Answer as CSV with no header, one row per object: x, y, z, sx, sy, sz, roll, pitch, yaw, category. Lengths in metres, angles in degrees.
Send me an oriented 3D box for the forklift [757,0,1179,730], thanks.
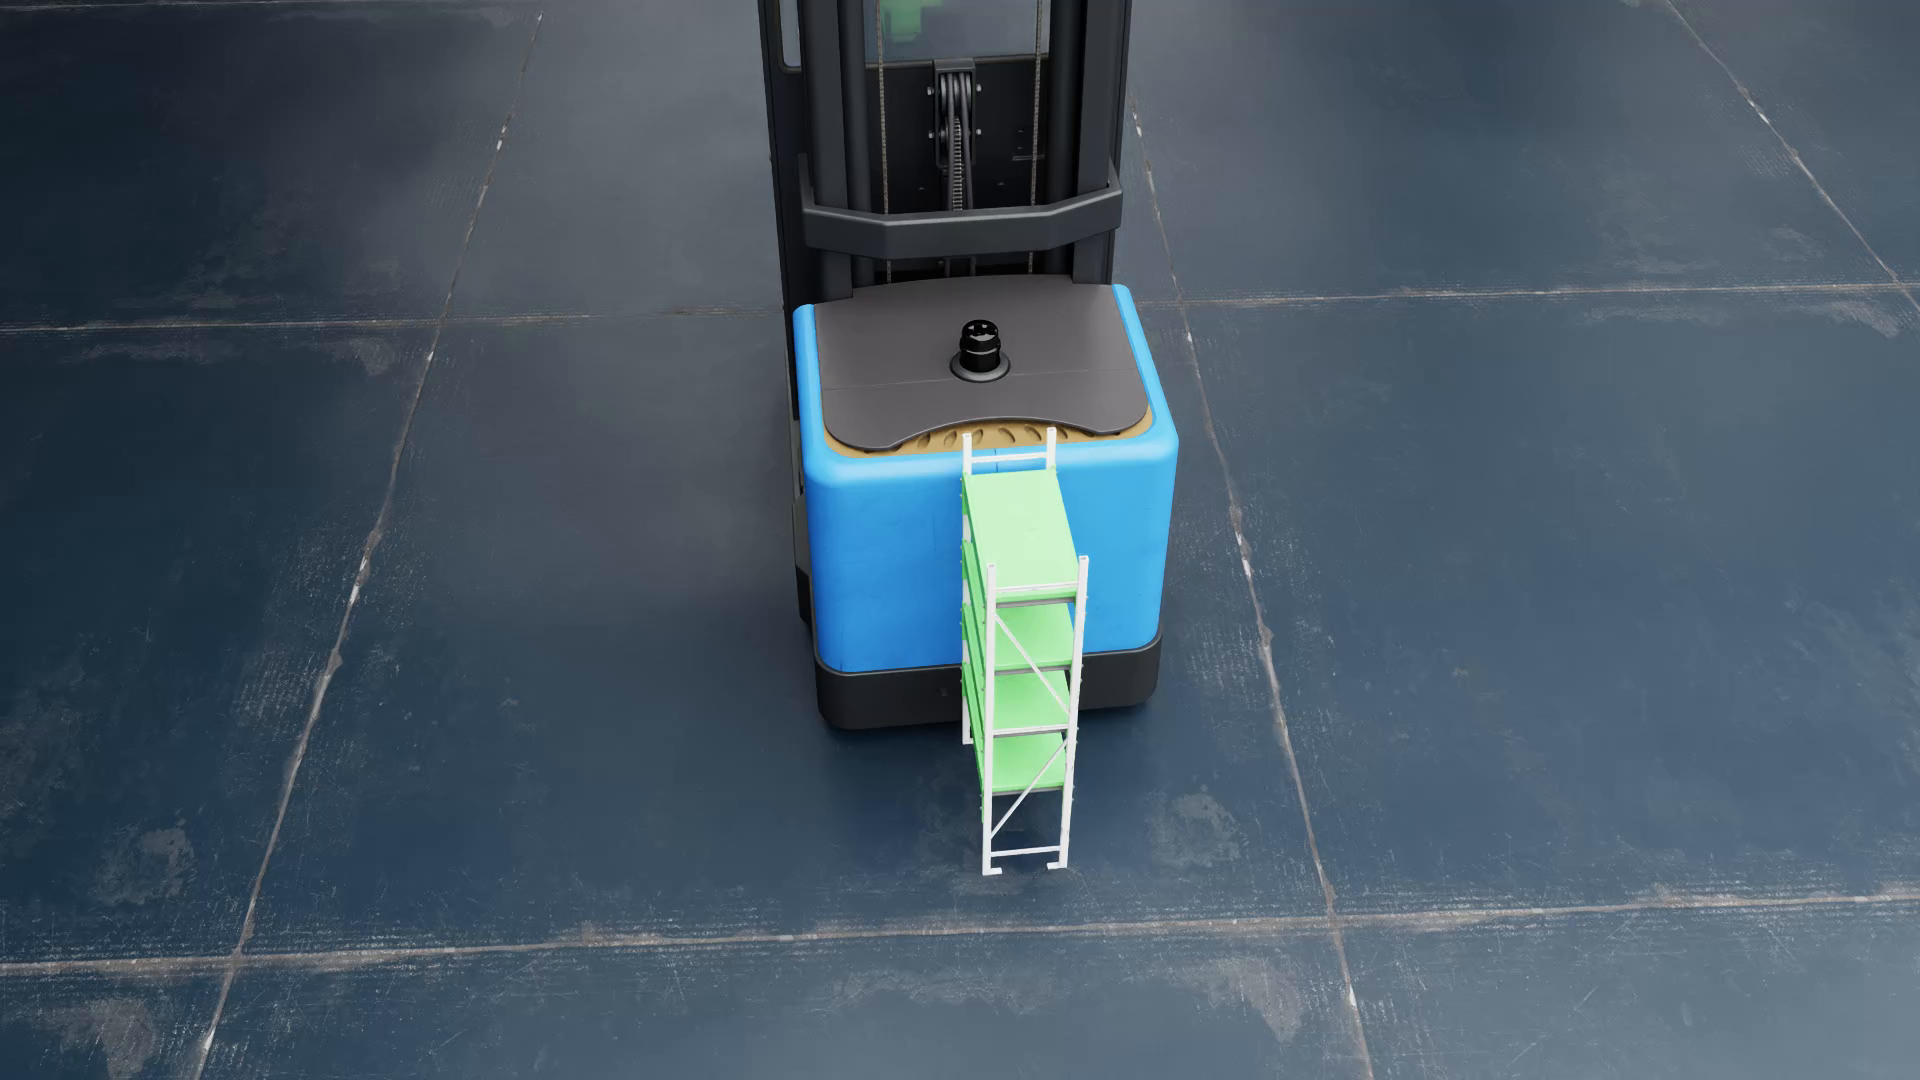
-0.072,-1.504,5.221,1.130,2.935,3.031,-4,43,-5,forklift

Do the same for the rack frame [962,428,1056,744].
0.127,0.166,4.681,0.240,1.200,0.015,-4,43,-5,rack frame

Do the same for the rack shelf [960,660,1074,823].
0.155,0.554,4.707,0.258,0.148,0.480,-4,43,-5,rack shelf

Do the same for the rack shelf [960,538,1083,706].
0.155,0.200,4.383,0.258,0.148,0.480,-4,43,-5,rack shelf

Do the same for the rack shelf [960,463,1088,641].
0.155,0.023,4.221,0.258,0.148,0.480,-4,43,-5,rack shelf

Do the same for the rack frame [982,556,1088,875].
0.183,0.494,4.323,0.240,1.200,0.015,-4,43,-5,rack frame

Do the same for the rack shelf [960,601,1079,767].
0.155,0.377,4.545,0.258,0.148,0.480,-4,43,-5,rack shelf

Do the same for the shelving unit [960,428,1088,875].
0.155,0.330,4.502,0.258,1.200,0.503,-4,43,-5,shelving unit
